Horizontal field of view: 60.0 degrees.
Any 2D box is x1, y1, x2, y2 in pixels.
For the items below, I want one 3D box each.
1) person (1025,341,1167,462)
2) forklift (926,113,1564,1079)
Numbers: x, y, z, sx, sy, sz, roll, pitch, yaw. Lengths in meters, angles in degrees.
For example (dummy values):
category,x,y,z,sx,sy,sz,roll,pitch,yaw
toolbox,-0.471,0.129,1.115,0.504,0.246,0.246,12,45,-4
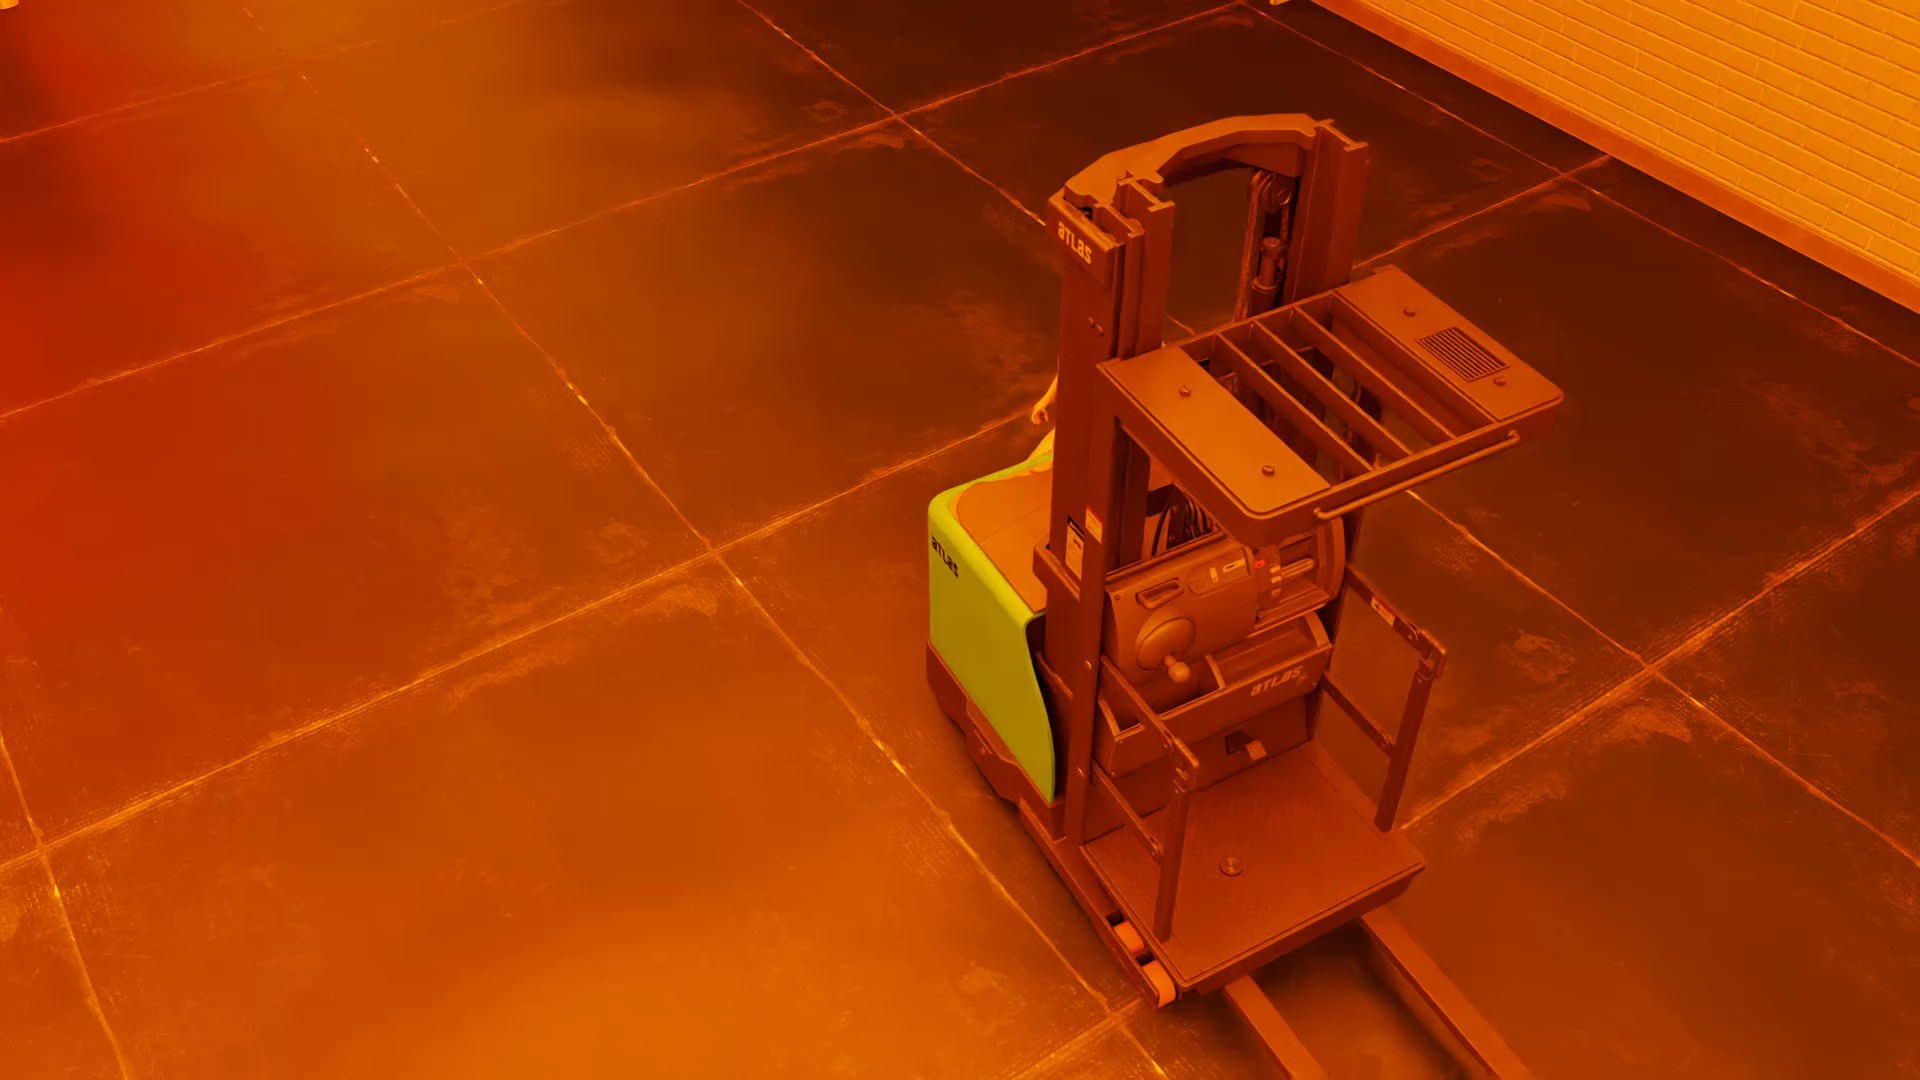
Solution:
category,x,y,z,sx,sy,sz,roll,pitch,yaw
person,0.690,-0.426,7.371,0.814,1.356,0.614,27,49,26
forklift,1.009,0.259,5.434,1.130,2.935,3.031,-20,46,-21
